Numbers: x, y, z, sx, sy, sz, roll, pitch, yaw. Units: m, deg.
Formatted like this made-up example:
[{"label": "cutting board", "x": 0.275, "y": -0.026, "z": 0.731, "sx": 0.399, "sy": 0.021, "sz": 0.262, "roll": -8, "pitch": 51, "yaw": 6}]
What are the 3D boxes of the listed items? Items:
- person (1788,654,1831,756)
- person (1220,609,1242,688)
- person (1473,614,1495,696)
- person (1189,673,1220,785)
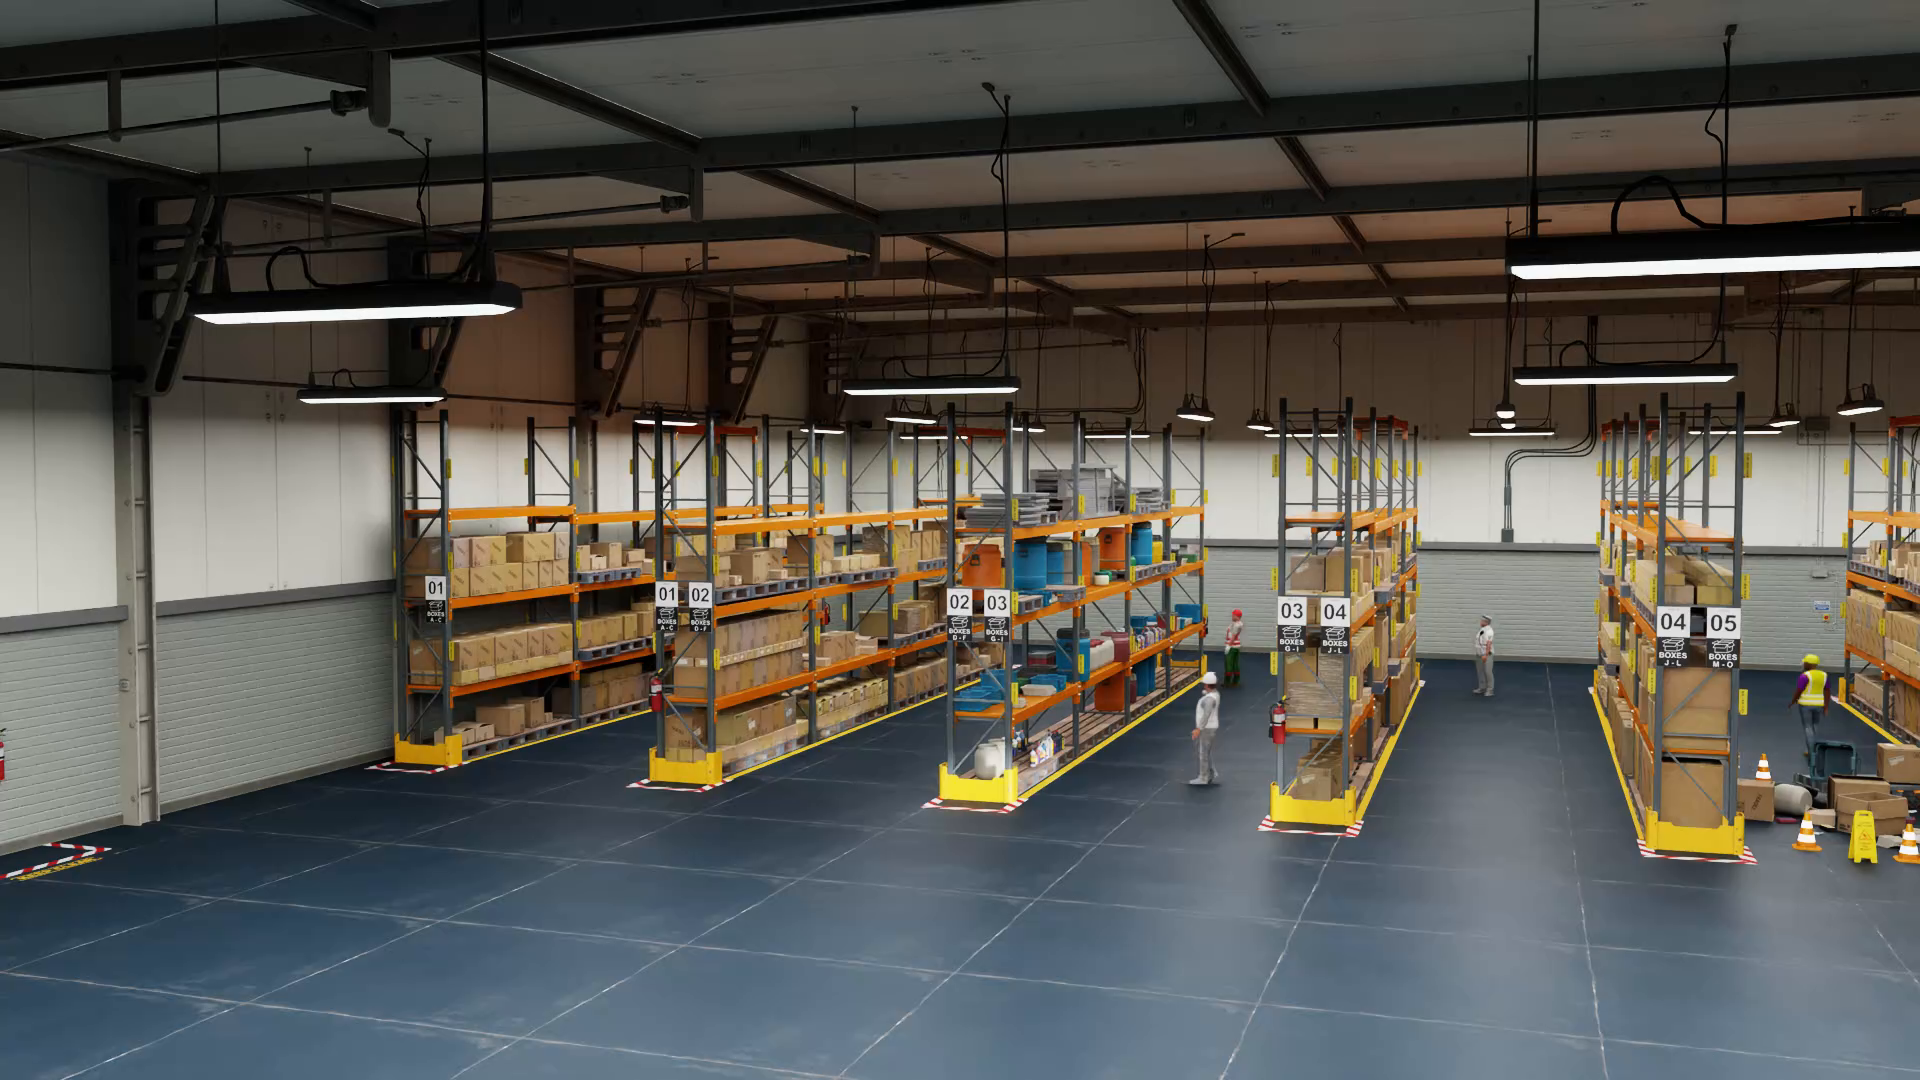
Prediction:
[{"label": "person", "x": 14.749, "y": 2.881, "z": 28.847, "sx": 0.644, "sy": 1.799, "sz": 0.692, "roll": 0, "pitch": 2, "yaw": 9}, {"label": "person", "x": 6.208, "y": 2.479, "z": 38.068, "sx": 0.506, "sy": 1.784, "sz": 0.625, "roll": 1, "pitch": 3, "yaw": 31}, {"label": "person", "x": 11.621, "y": 2.547, "z": 36.878, "sx": 0.426, "sy": 1.810, "sz": 0.524, "roll": -1, "pitch": 3, "yaw": -18}, {"label": "person", "x": 3.882, "y": 3.000, "z": 26.403, "sx": 0.484, "sy": 1.803, "sz": 0.607, "roll": 0, "pitch": 2, "yaw": 6}]
